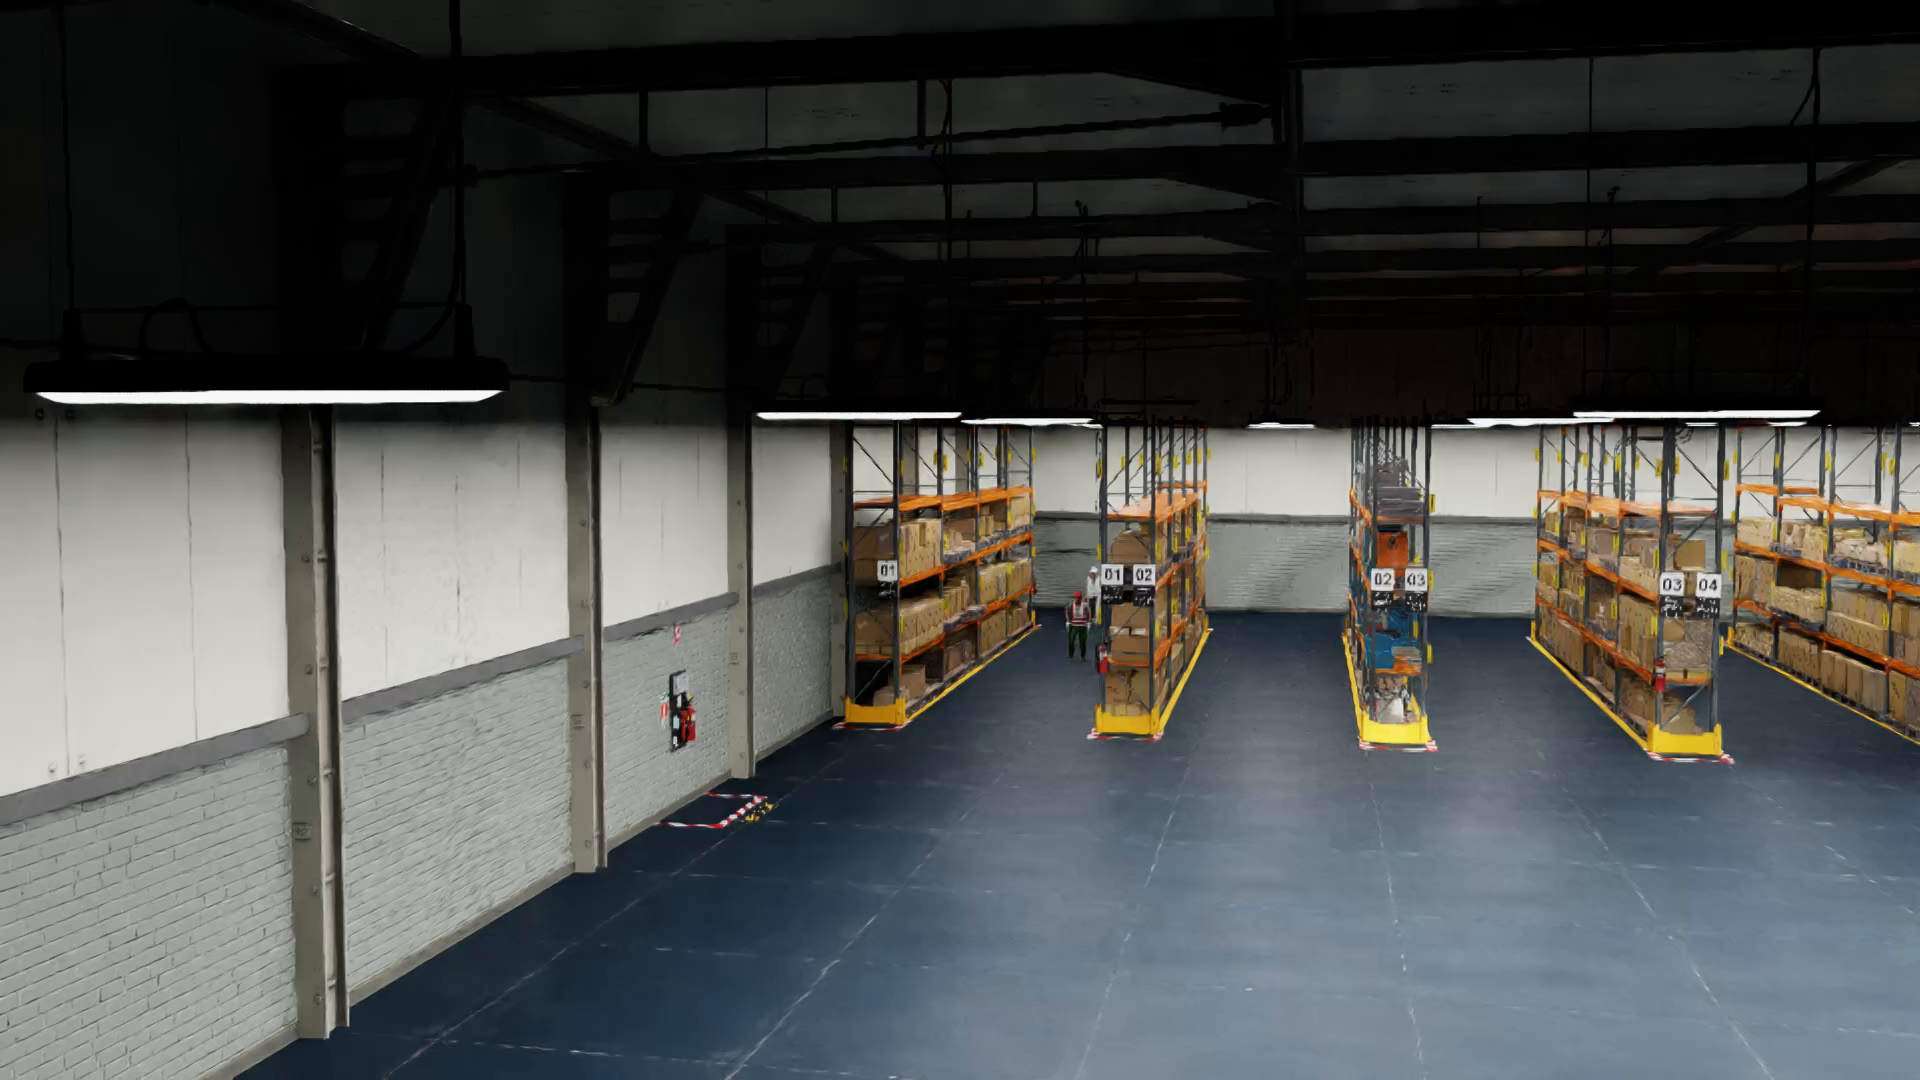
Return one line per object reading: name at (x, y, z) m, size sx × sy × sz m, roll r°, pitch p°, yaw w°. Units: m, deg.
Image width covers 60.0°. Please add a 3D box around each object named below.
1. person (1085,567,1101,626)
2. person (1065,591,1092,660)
person at (3.914, 1.624, 48.690) m, size 0.542 × 1.698 × 1.115 m, roll 1°, pitch 4°, yaw 14°
person at (2.917, 2.122, 41.137) m, size 0.677 × 1.742 × 0.552 m, roll 1°, pitch 4°, yaw 10°
